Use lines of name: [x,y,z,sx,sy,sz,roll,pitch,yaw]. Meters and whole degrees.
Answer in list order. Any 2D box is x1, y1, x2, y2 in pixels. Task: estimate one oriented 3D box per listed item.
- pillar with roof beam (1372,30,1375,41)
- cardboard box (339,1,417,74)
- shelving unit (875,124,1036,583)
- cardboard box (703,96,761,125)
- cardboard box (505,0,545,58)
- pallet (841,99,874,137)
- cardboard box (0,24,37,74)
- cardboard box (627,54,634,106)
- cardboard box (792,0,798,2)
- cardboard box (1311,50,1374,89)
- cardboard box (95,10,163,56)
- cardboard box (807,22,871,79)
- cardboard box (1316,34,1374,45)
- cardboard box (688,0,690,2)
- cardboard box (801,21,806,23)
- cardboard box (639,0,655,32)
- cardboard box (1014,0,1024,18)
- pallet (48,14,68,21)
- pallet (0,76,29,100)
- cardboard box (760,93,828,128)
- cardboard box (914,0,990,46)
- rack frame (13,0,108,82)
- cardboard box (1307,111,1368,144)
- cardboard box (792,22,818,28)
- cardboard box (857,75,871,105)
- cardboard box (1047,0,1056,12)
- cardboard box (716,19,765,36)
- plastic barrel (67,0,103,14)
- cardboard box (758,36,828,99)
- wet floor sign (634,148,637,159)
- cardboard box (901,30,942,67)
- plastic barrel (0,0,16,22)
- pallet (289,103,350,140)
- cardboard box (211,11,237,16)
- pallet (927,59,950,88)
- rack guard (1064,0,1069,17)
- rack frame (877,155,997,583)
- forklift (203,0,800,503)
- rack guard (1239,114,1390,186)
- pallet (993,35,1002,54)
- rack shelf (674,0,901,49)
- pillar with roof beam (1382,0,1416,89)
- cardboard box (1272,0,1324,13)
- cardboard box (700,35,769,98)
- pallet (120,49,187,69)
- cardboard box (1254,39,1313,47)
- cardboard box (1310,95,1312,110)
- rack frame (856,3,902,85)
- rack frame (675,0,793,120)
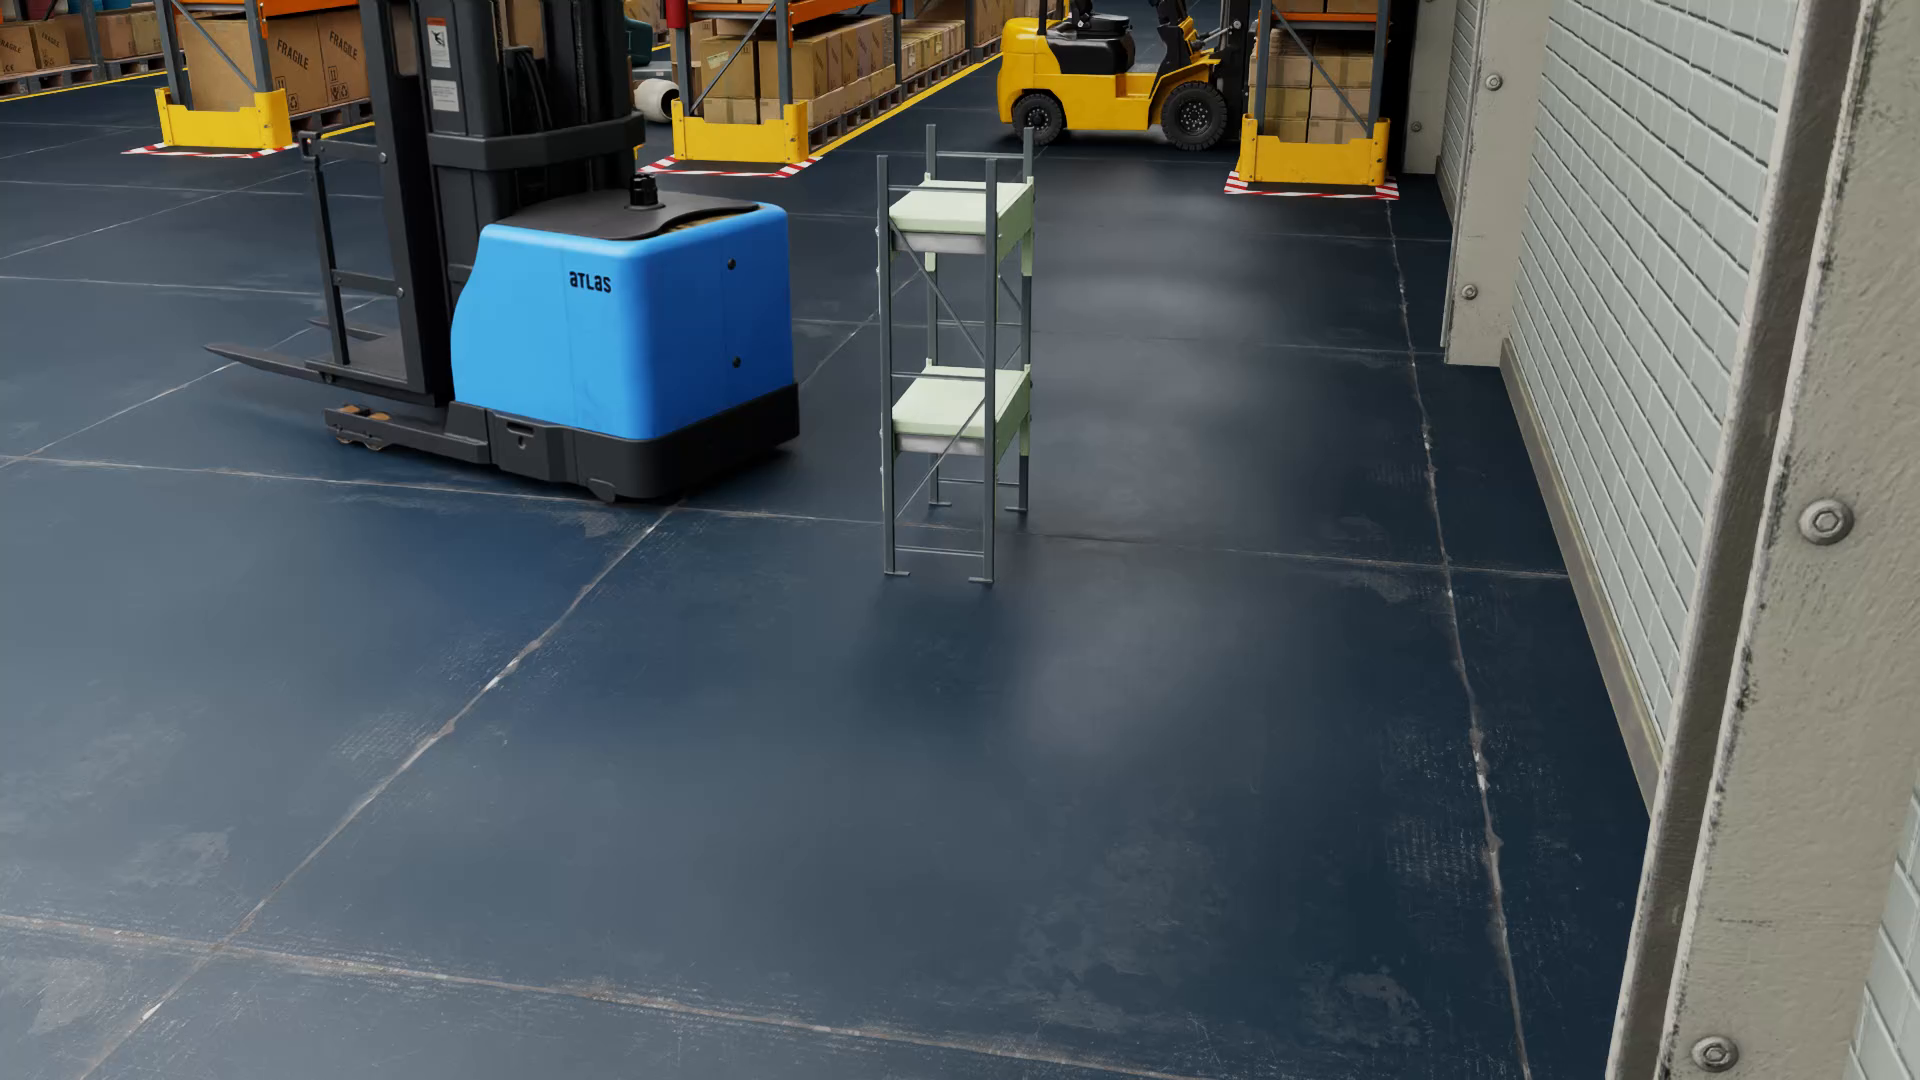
pillar with roof beam: [2.165,-12.061,24.256,9.100,9.000,0.400,4,22,11]
cardboard box: [-6.381,-5.210,17.558,0.875,0.875,0.875,5,22,11]
shelving unit: [-0.001,-0.693,6.067,0.431,1.500,0.755,4,22,11]
cardboard box: [-2.047,-3.997,15.381,0.500,0.250,0.500,4,22,11]
cardboard box: [-5.765,-6.294,20.414,1.050,0.750,0.750,4,22,11]
pallet: [-1.487,-4.226,16.565,1.003,0.211,1.213,4,22,11]
cardboard box: [-11.069,-5.653,19.158,0.500,0.500,0.500,12,25,28]
cardboard box: [-3.891,-4.836,17.505,0.797,0.637,0.503,4,22,11]
cardboard box: [-1.644,-4.838,14.687,0.380,0.149,0.250,5,22,12]
cardboard box: [3.190,-3.920,13.852,0.500,0.250,0.500,4,22,10]
cardboard box: [-10.577,-6.411,21.015,0.700,0.500,0.500,4,22,11]
cardboard box: [-1.201,-4.873,16.553,0.500,0.500,0.500,6,23,14]
cardboard box: [3.512,-4.472,15.222,0.500,0.250,0.500,4,22,10]
cardboard box: [-4.381,-8.039,25.084,0.500,0.500,0.500,4,22,10]
cardboard box: [-1.762,-5.260,16.646,0.380,0.149,0.250,6,23,14]
cardboard box: [-4.695,-7.477,23.689,0.500,0.500,0.500,5,22,12]
cardboard box: [0.447,-8.118,24.776,0.875,0.875,0.875,5,23,13]
pallet: [-14.500,-8.254,26.566,1.003,0.211,1.213,4,22,11]
pallet: [-11.188,-4.982,18.440,1.003,0.211,1.213,4,22,11]
cardboard box: [-1.518,-3.946,15.254,0.500,0.250,0.500,4,22,10]
cardboard box: [-0.099,-7.134,22.334,0.875,0.875,0.875,4,22,10]
rack frame: [-10.839,-6.971,19.647,1.000,3.000,0.127,4,22,11]
cardboard box: [3.198,-3.460,14.047,0.500,0.250,0.500,5,22,11]
cardboard box: [-1.727,-4.901,16.623,0.500,0.500,0.500,6,23,14]
cardboard box: [-1.202,-4.517,16.673,0.500,0.250,0.500,5,22,12]
cardboard box: [1.096,-9.026,27.618,0.875,0.438,0.875,5,22,12]
cardboard box: [-2.036,-4.773,15.436,0.380,0.149,0.250,5,22,12]
plastic barrel: [-14.328,-9.039,27.029,0.600,0.901,0.708,4,22,11]
cardboard box: [-1.514,-4.302,15.136,0.500,0.500,0.500,4,22,9]
wet floor sign: [-3.040,-3.673,14.609,0.267,0.644,0.232,13,25,29]
cardboard box: [-0.749,-5.901,19.946,0.950,0.372,0.625,5,23,13]
plastic barrel: [-14.761,-8.246,25.580,0.421,0.512,0.421,0,22,0]
pallet: [-6.734,-4.098,16.246,1.003,0.211,1.213,4,22,11]
cardboard box: [-10.241,-7.028,22.546,0.700,0.500,0.500,3,22,6]
pallet: [-0.733,-5.654,20.111,1.003,0.211,1.213,4,22,11]
rack guard: [1.316,-9.453,29.157,1.175,0.500,0.348,4,22,11]
rack frame: [-0.076,-0.559,5.735,0.400,1.500,0.023,4,22,11]
forklift: [-2.229,-1.905,7.159,3.031,2.935,1.130,13,25,29]
rack guard: [2.901,-3.207,13.648,1.175,0.500,0.348,4,22,11]
pallet: [0.164,-7.112,23.731,1.003,0.211,1.213,4,22,11]
rack shelf: [-1.546,-5.150,16.090,1.077,0.370,4.000,4,22,11]
pillar with roof beam: [0.941,-9.867,18.807,9.100,9.000,0.400,4,22,11]
cardboard box: [2.750,-4.622,13.681,0.500,0.500,0.500,4,22,10]
cardboard box: [-2.046,-4.333,15.211,0.500,0.500,0.500,5,22,11]
pallet: [-10.435,-6.410,21.987,1.003,0.211,1.213,4,22,11]
cardboard box: [2.887,-4.323,14.853,0.500,0.250,0.500,5,22,12]
cardboard box: [3.297,-3.867,14.390,0.500,0.250,0.500,4,22,10]
rack frame: [-1.138,-6.216,17.771,1.000,3.000,0.127,4,22,11]
rack frame: [-1.954,-4.753,14.139,1.000,3.000,0.127,4,22,11]
